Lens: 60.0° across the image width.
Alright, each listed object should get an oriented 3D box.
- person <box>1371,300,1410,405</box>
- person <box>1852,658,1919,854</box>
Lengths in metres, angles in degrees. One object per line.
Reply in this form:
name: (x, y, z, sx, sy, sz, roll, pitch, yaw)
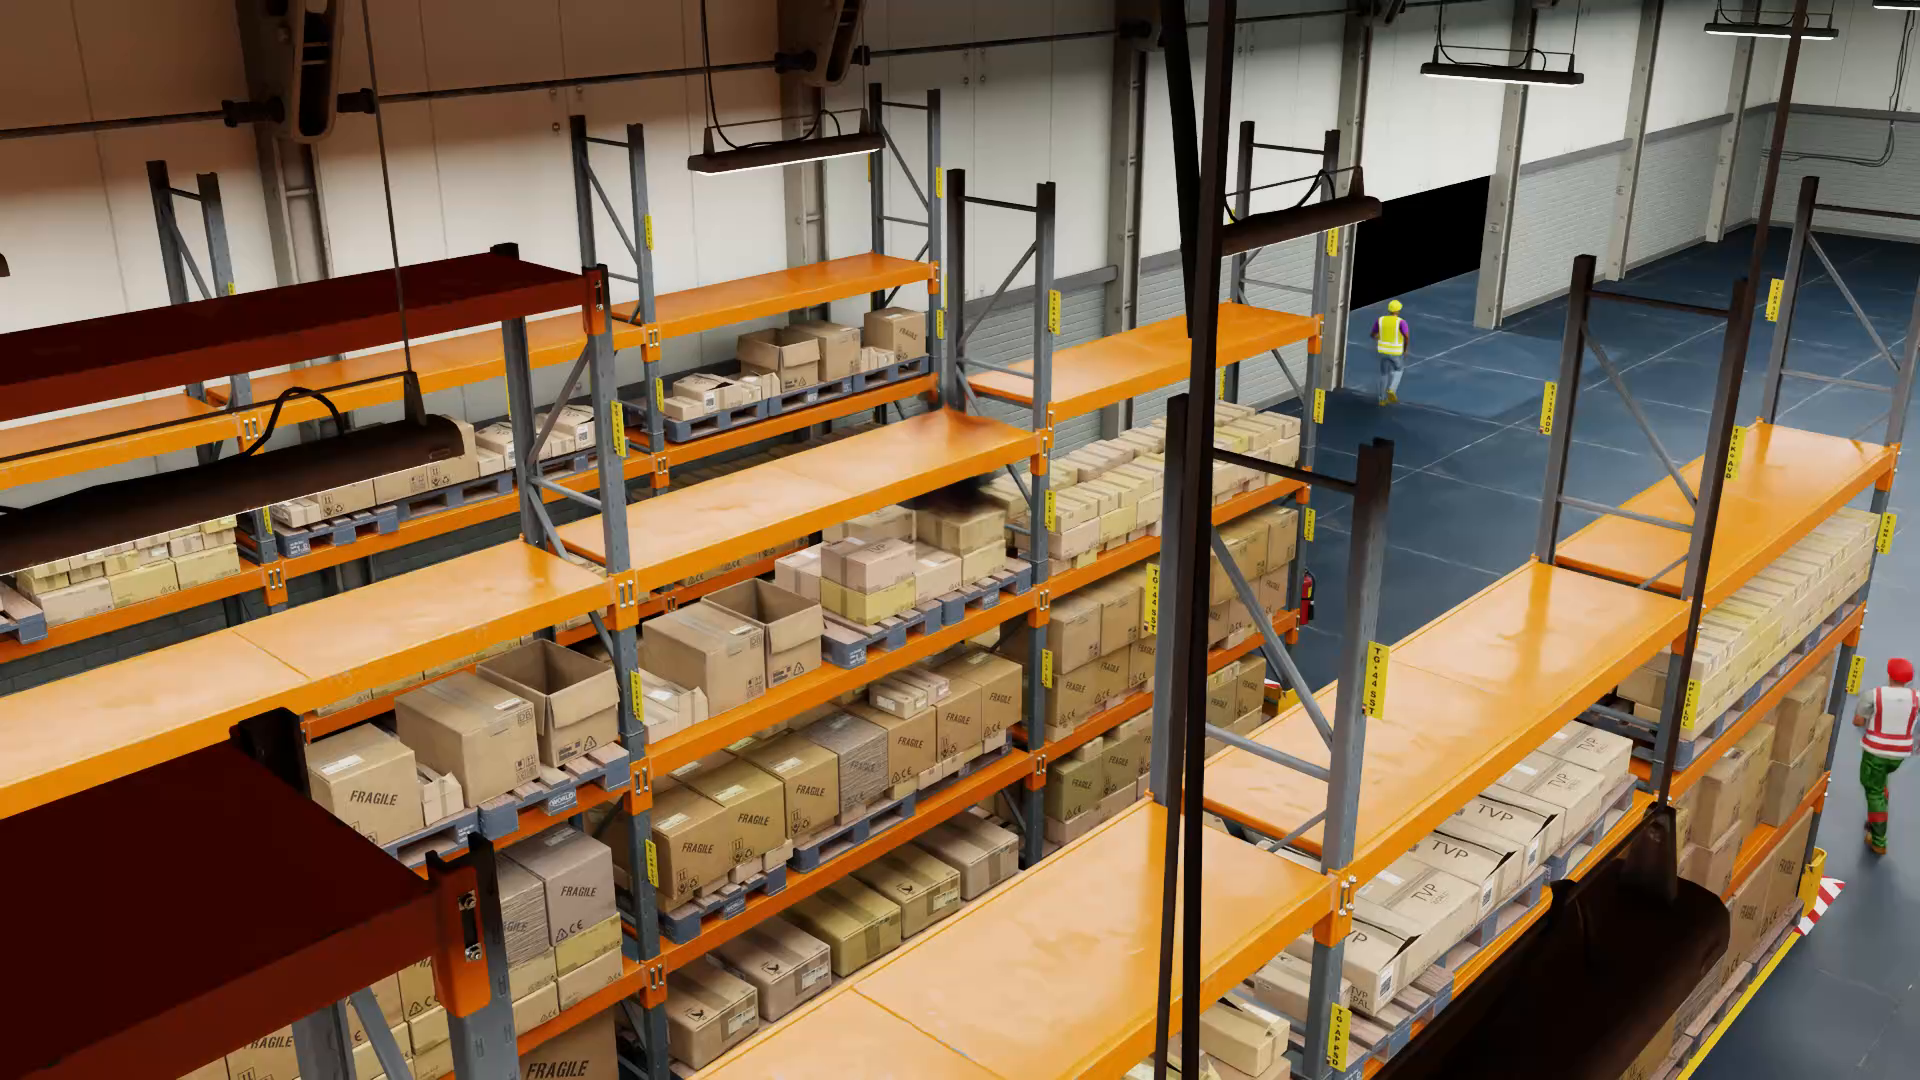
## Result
person: (7.184, -3.144, 27.710, 0.700, 1.738, 0.633, 11, 24, 27)
person: (8.197, 1.876, 14.723, 0.643, 1.800, 0.742, 3, 21, 8)
